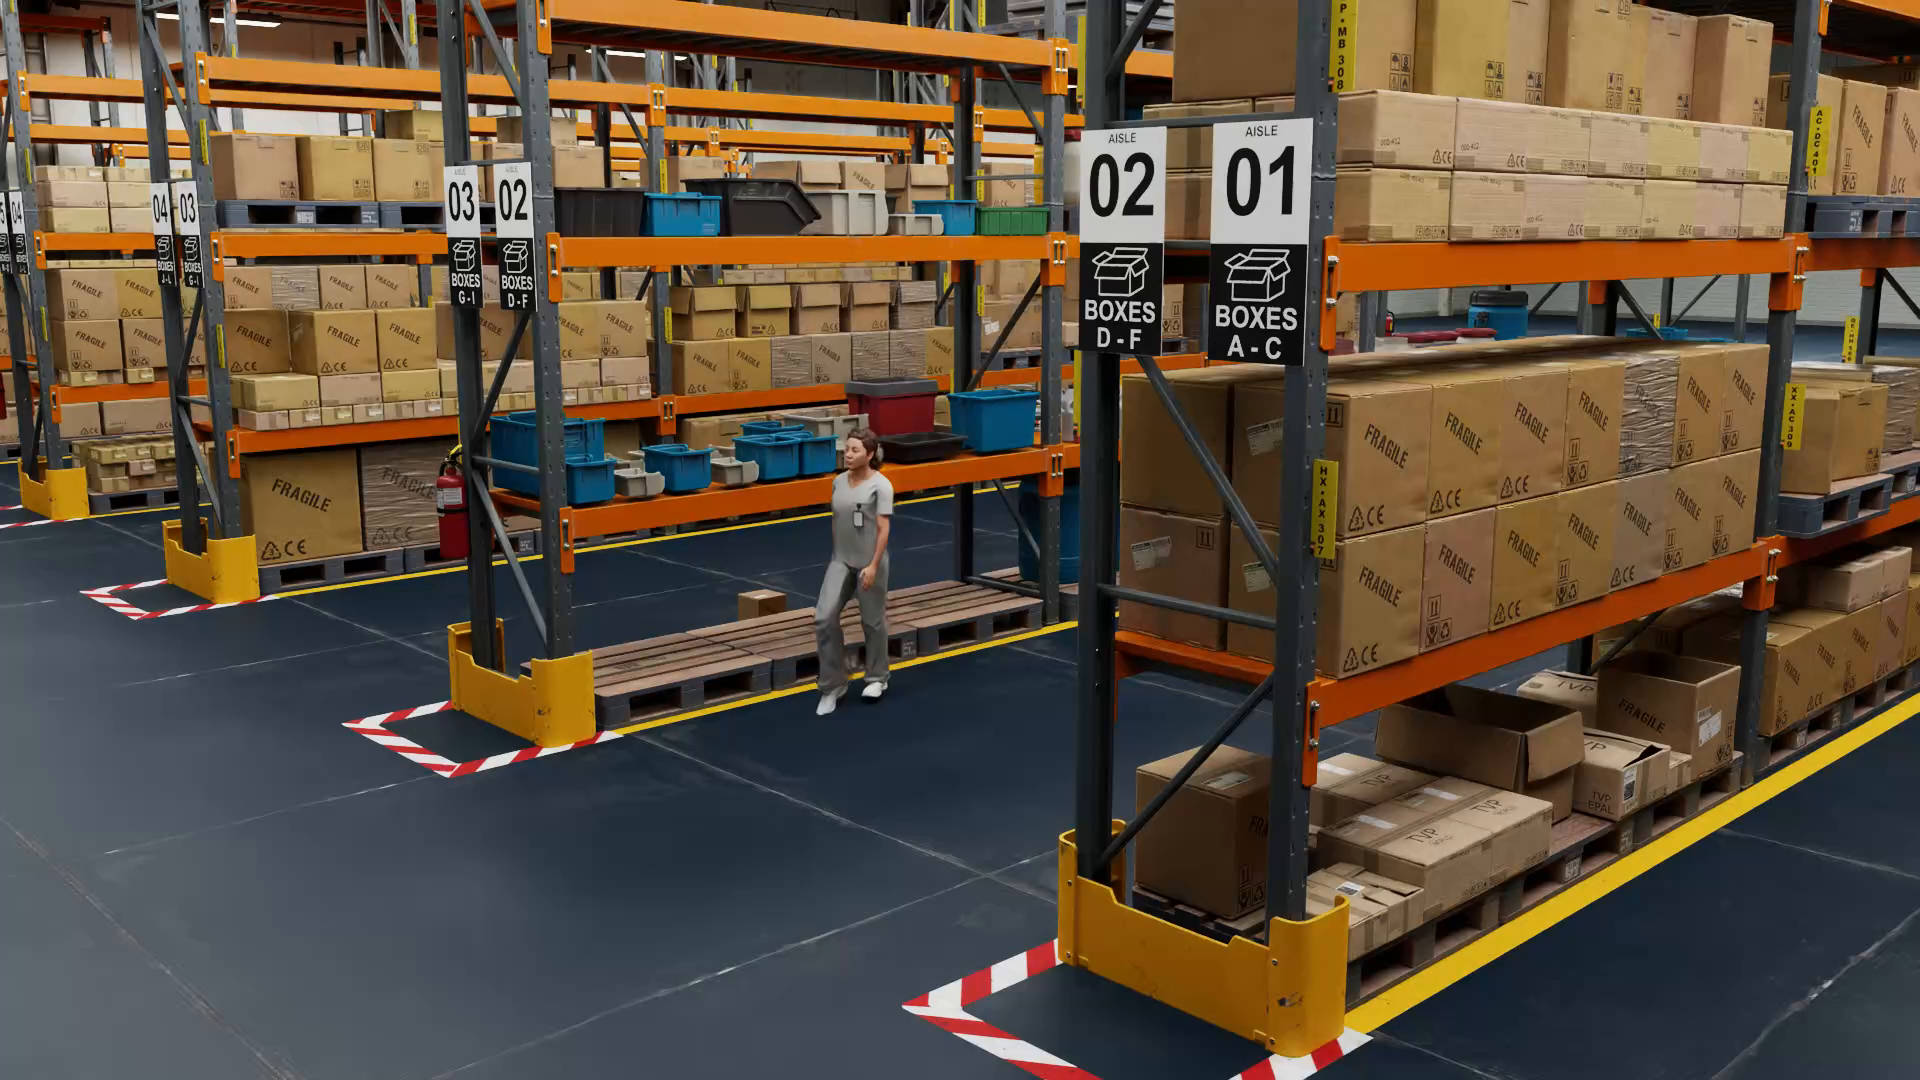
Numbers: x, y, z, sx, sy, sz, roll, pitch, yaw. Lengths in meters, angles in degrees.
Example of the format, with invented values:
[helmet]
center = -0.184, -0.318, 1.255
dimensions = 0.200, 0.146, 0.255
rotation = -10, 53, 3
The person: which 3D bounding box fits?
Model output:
[person]
center = -0.606, 0.189, 9.972
dimensions = 0.455, 1.723, 0.587
rotation = 5, 12, 24
